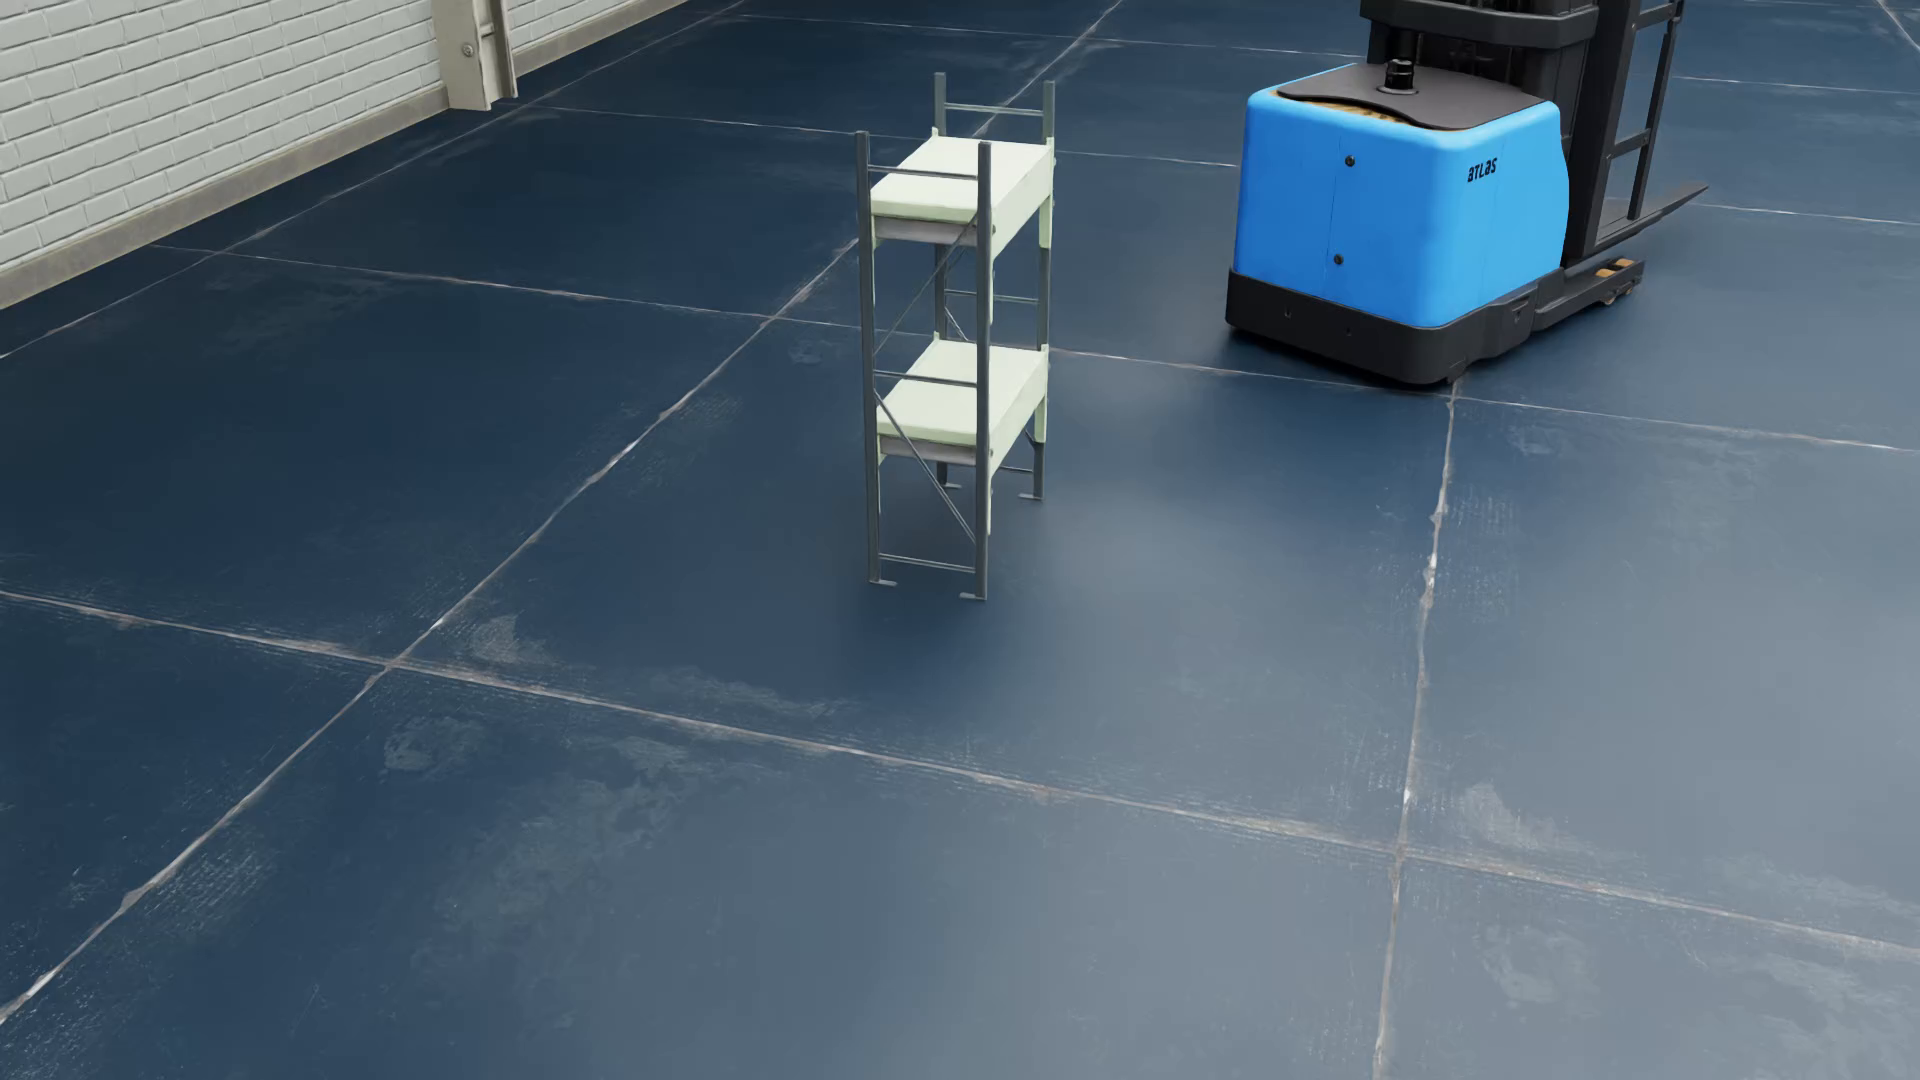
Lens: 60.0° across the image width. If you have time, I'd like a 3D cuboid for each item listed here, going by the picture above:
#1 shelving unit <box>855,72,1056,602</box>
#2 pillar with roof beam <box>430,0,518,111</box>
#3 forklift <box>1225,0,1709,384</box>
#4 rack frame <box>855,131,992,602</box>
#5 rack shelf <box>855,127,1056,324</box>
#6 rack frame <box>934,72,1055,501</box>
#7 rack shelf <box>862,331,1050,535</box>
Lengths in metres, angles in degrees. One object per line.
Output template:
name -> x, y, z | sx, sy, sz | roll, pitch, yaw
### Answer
shelving unit -> 0.002, -0.659, 5.391 | 0.431, 1.500, 0.755 | 8, 30, 15
pillar with roof beam -> 0.977, -6.198, 7.635 | 9.100, 9.000, 0.400 | 8, 30, 15
forklift -> 2.571, -2.527, 7.278 | 3.031, 2.935, 1.130 | -26, 38, -38
rack frame -> -0.105, -0.488, 5.085 | 0.400, 1.500, 0.023 | 8, 30, 15
rack shelf -> 0.002, -1.000, 5.201 | 0.431, 0.370, 0.720 | 8, 30, 15
rack frame -> 0.109, -0.829, 5.697 | 0.400, 1.500, 0.023 | 8, 30, 15
rack shelf -> 0.002, -0.374, 5.549 | 0.431, 0.370, 0.720 | 8, 30, 15
